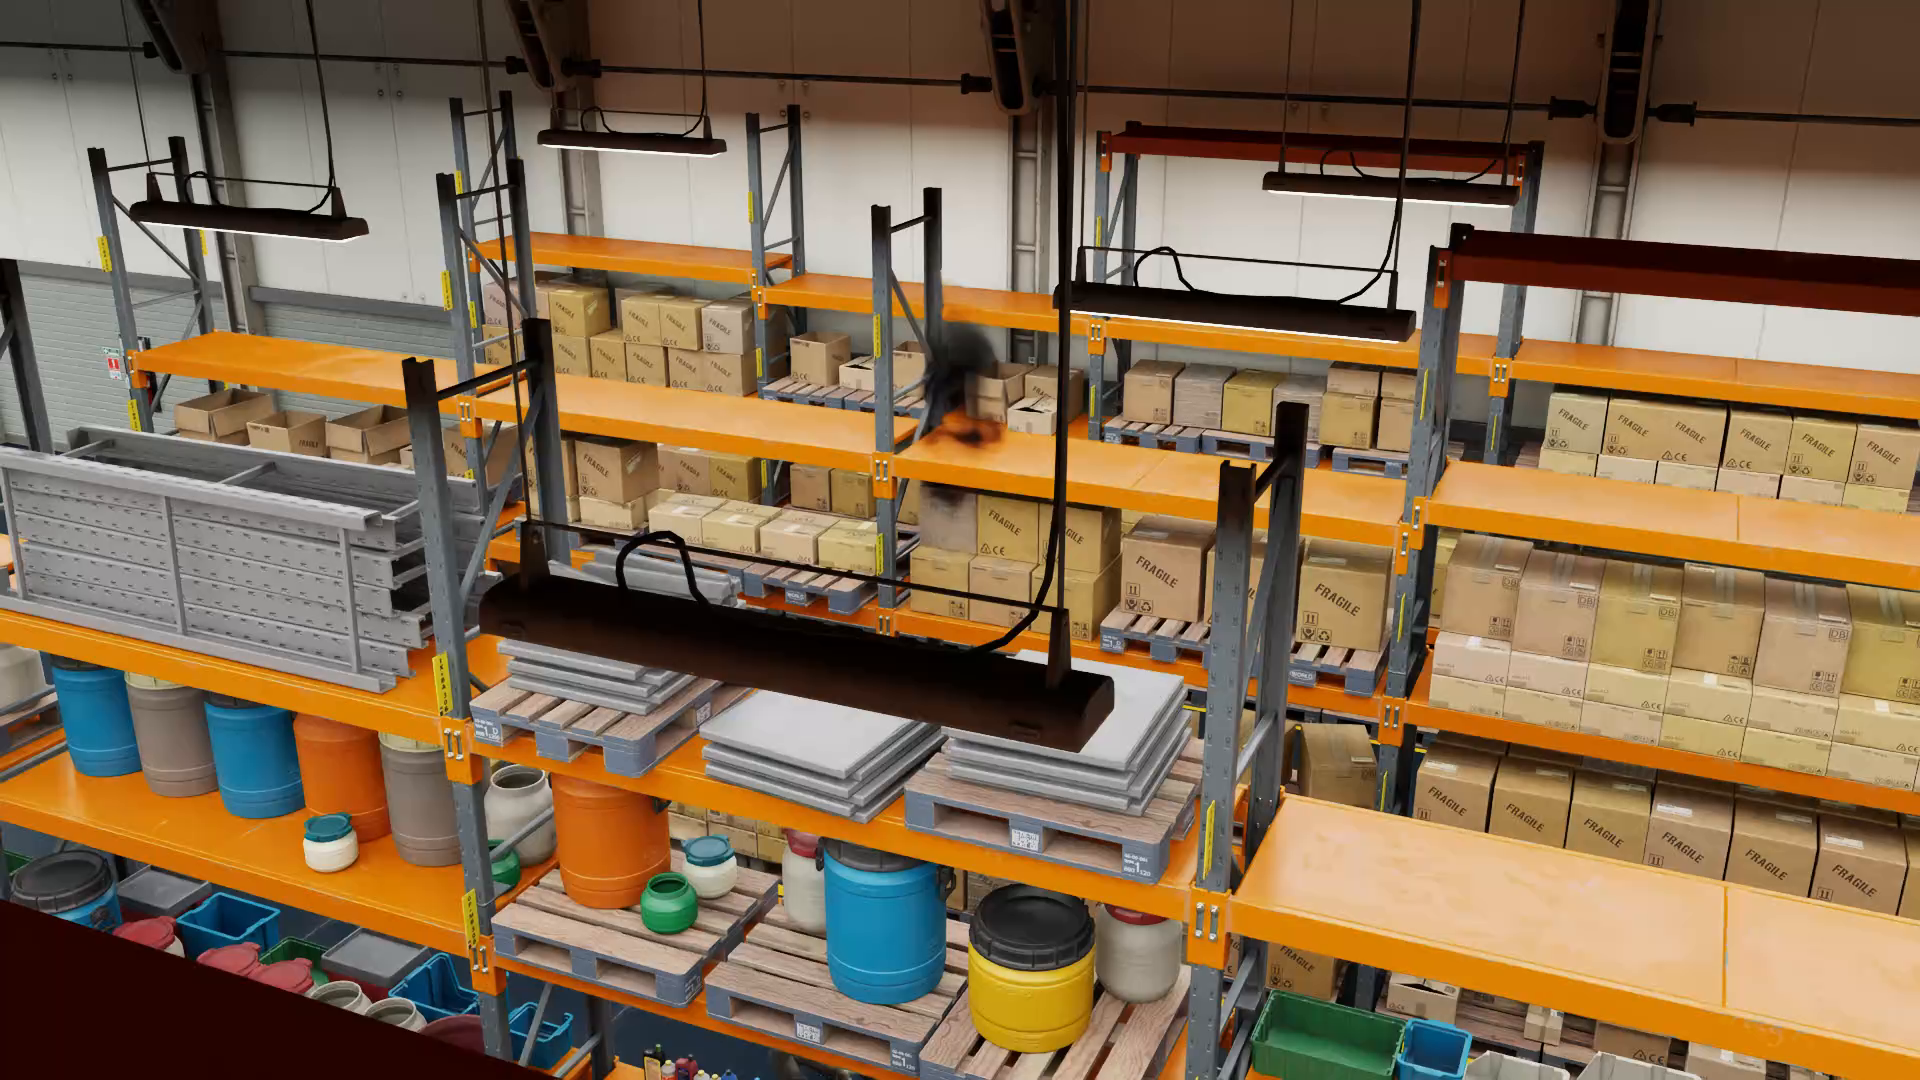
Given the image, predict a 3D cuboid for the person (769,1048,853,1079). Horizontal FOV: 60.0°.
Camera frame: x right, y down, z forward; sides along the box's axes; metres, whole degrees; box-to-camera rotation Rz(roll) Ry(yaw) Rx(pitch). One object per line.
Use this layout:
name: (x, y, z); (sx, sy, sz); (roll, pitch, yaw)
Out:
person: (-1.099, 3.340, 11.581); (0.735, 1.604, 0.557); (6, 21, 15)
